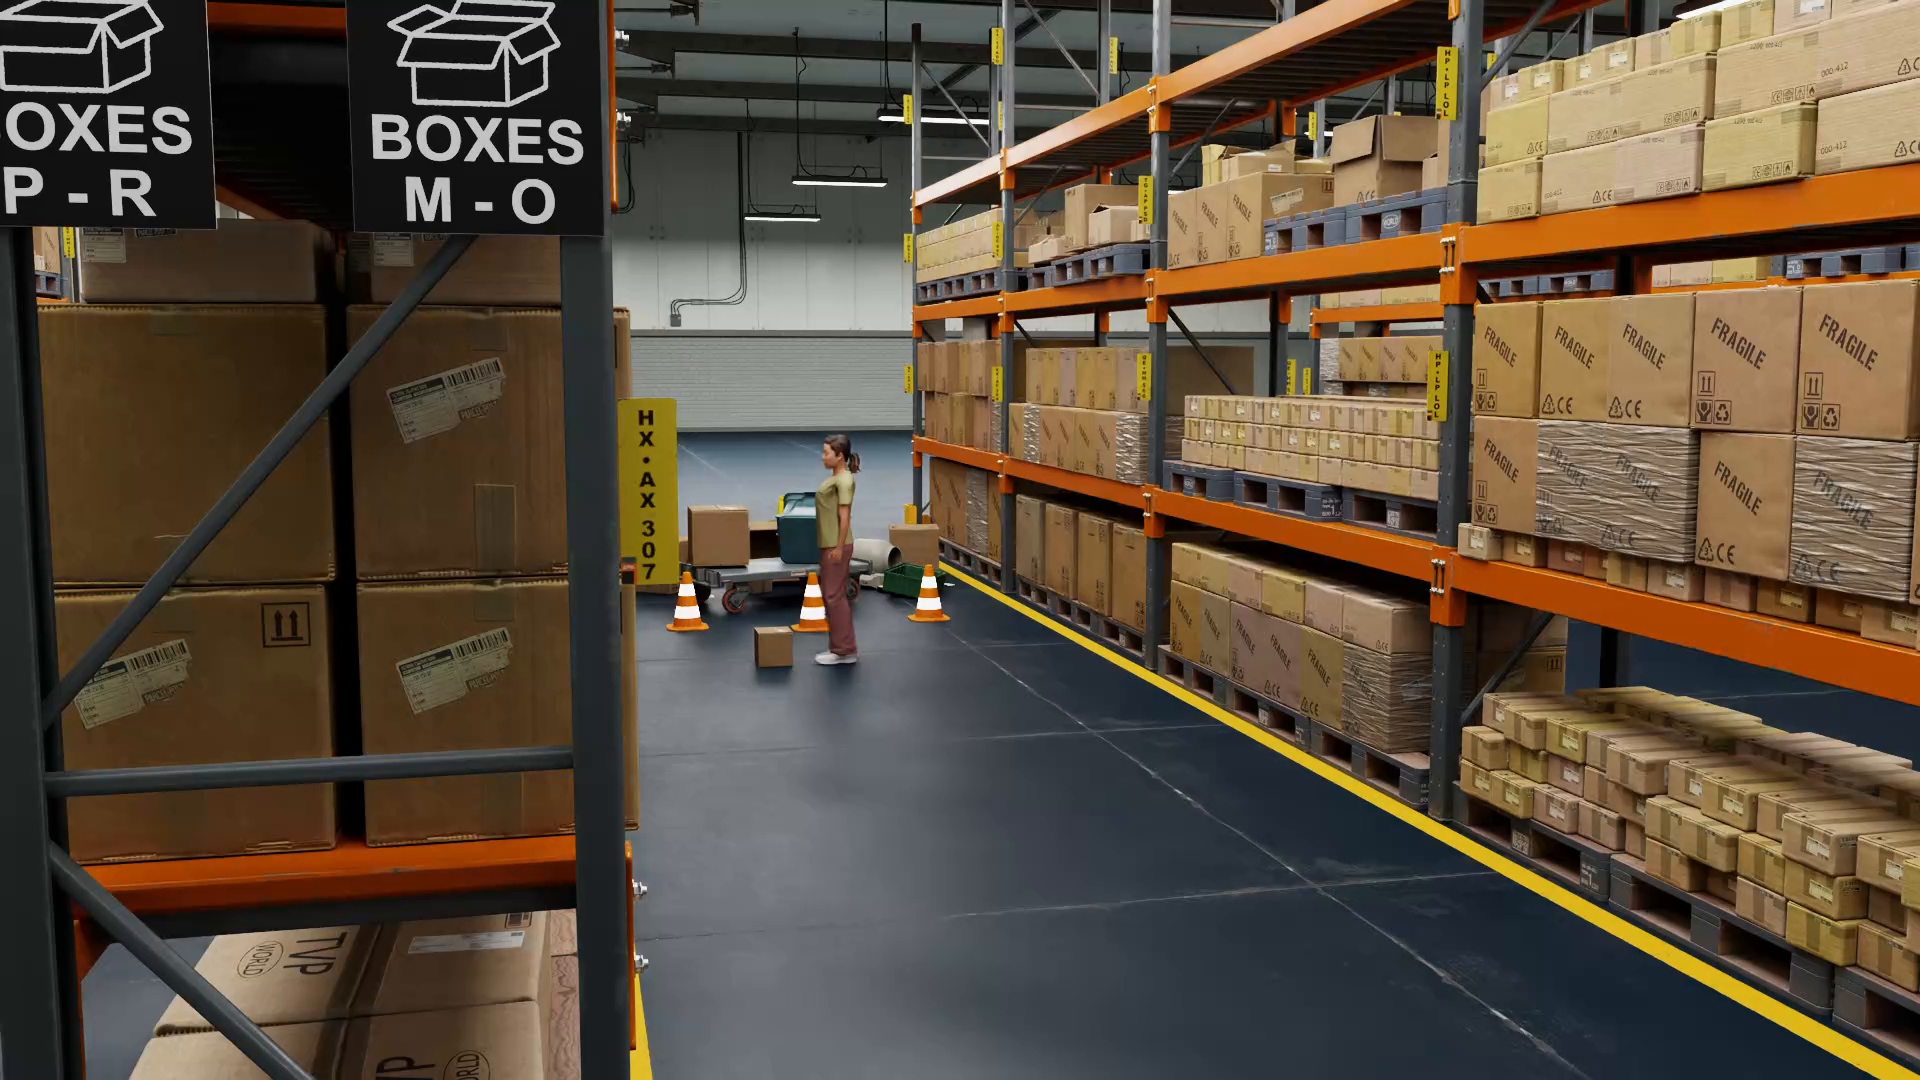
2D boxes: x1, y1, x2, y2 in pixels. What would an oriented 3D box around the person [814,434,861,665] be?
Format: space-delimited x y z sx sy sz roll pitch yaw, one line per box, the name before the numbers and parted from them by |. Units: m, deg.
person | -0.892 0.069 12.103 0.365 1.684 0.442 -1 6 -12
